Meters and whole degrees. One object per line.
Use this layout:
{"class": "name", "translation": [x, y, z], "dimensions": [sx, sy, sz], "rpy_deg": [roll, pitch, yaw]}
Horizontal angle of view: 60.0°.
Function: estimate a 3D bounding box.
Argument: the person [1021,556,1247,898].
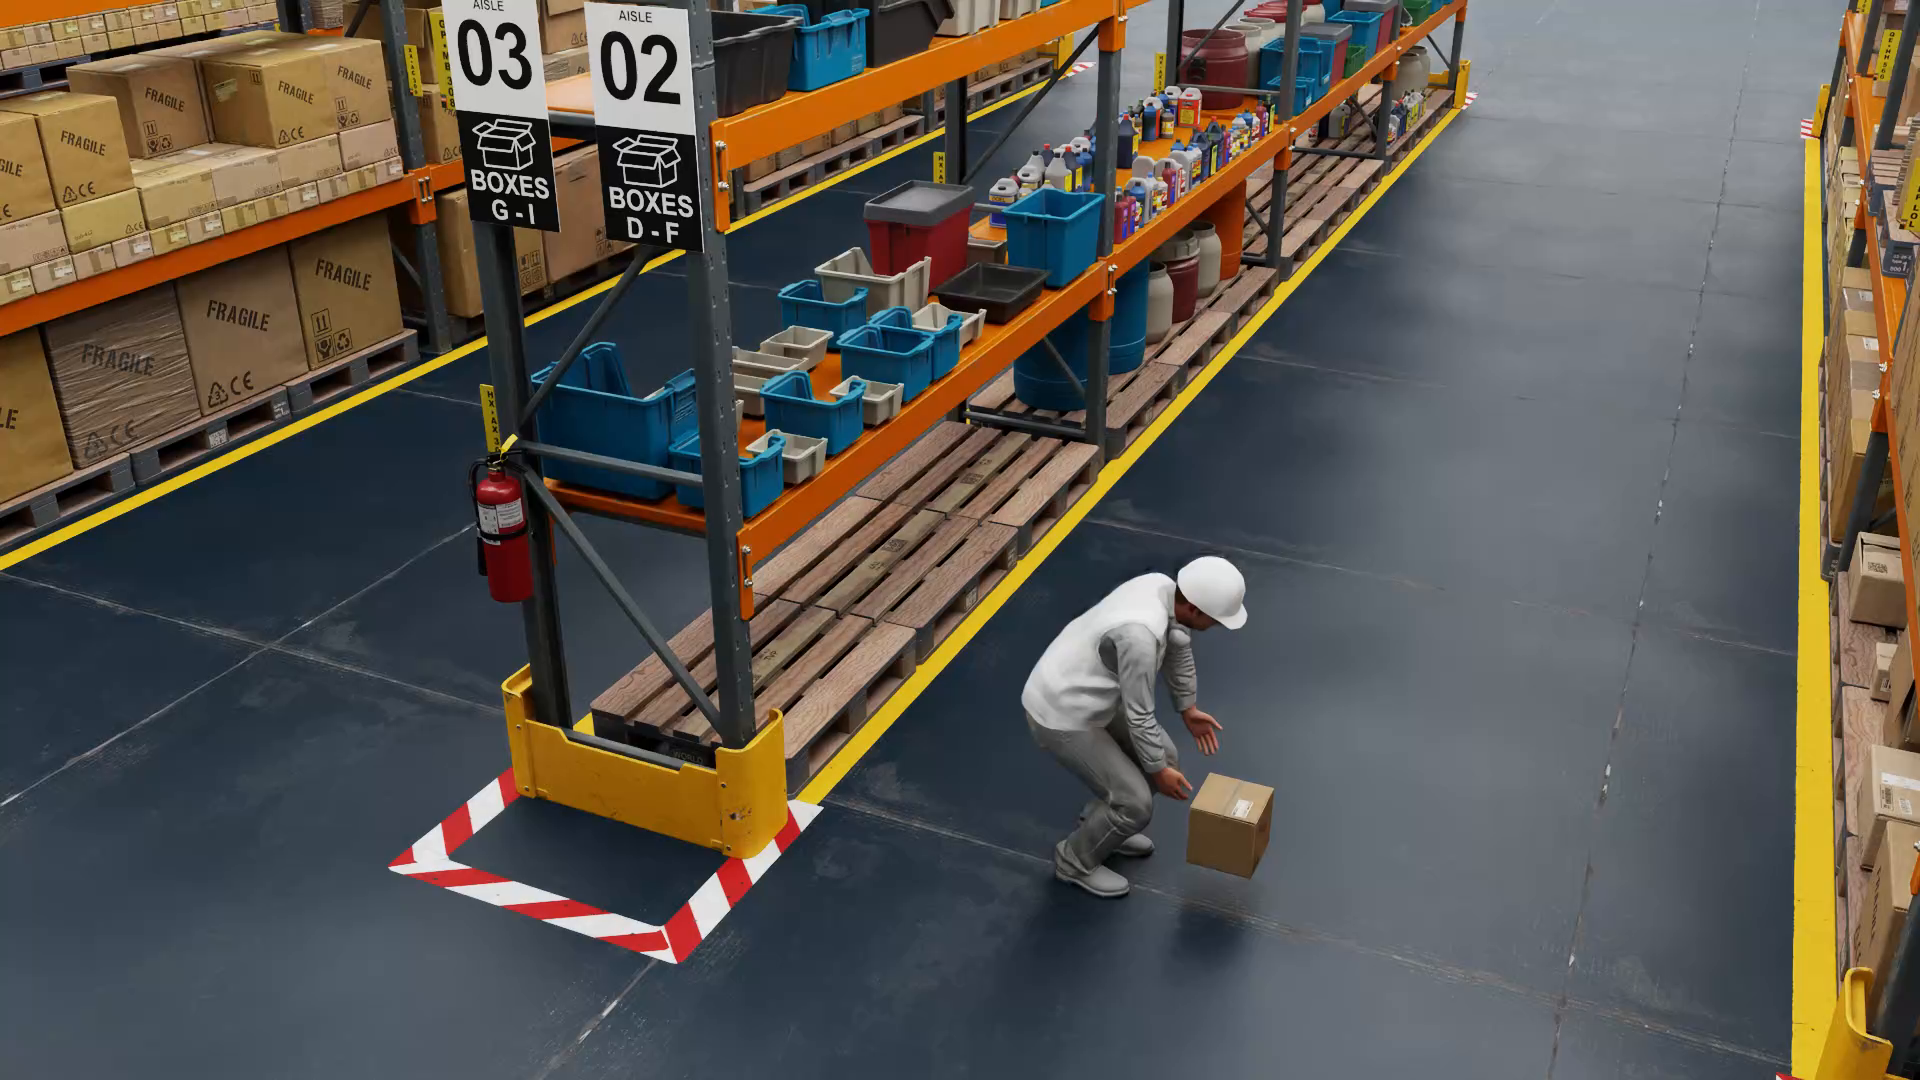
{"class": "person", "translation": [0.643, 0.642, 6.210], "dimensions": [0.784, 1.392, 0.591], "rpy_deg": [11, 28, 22]}
